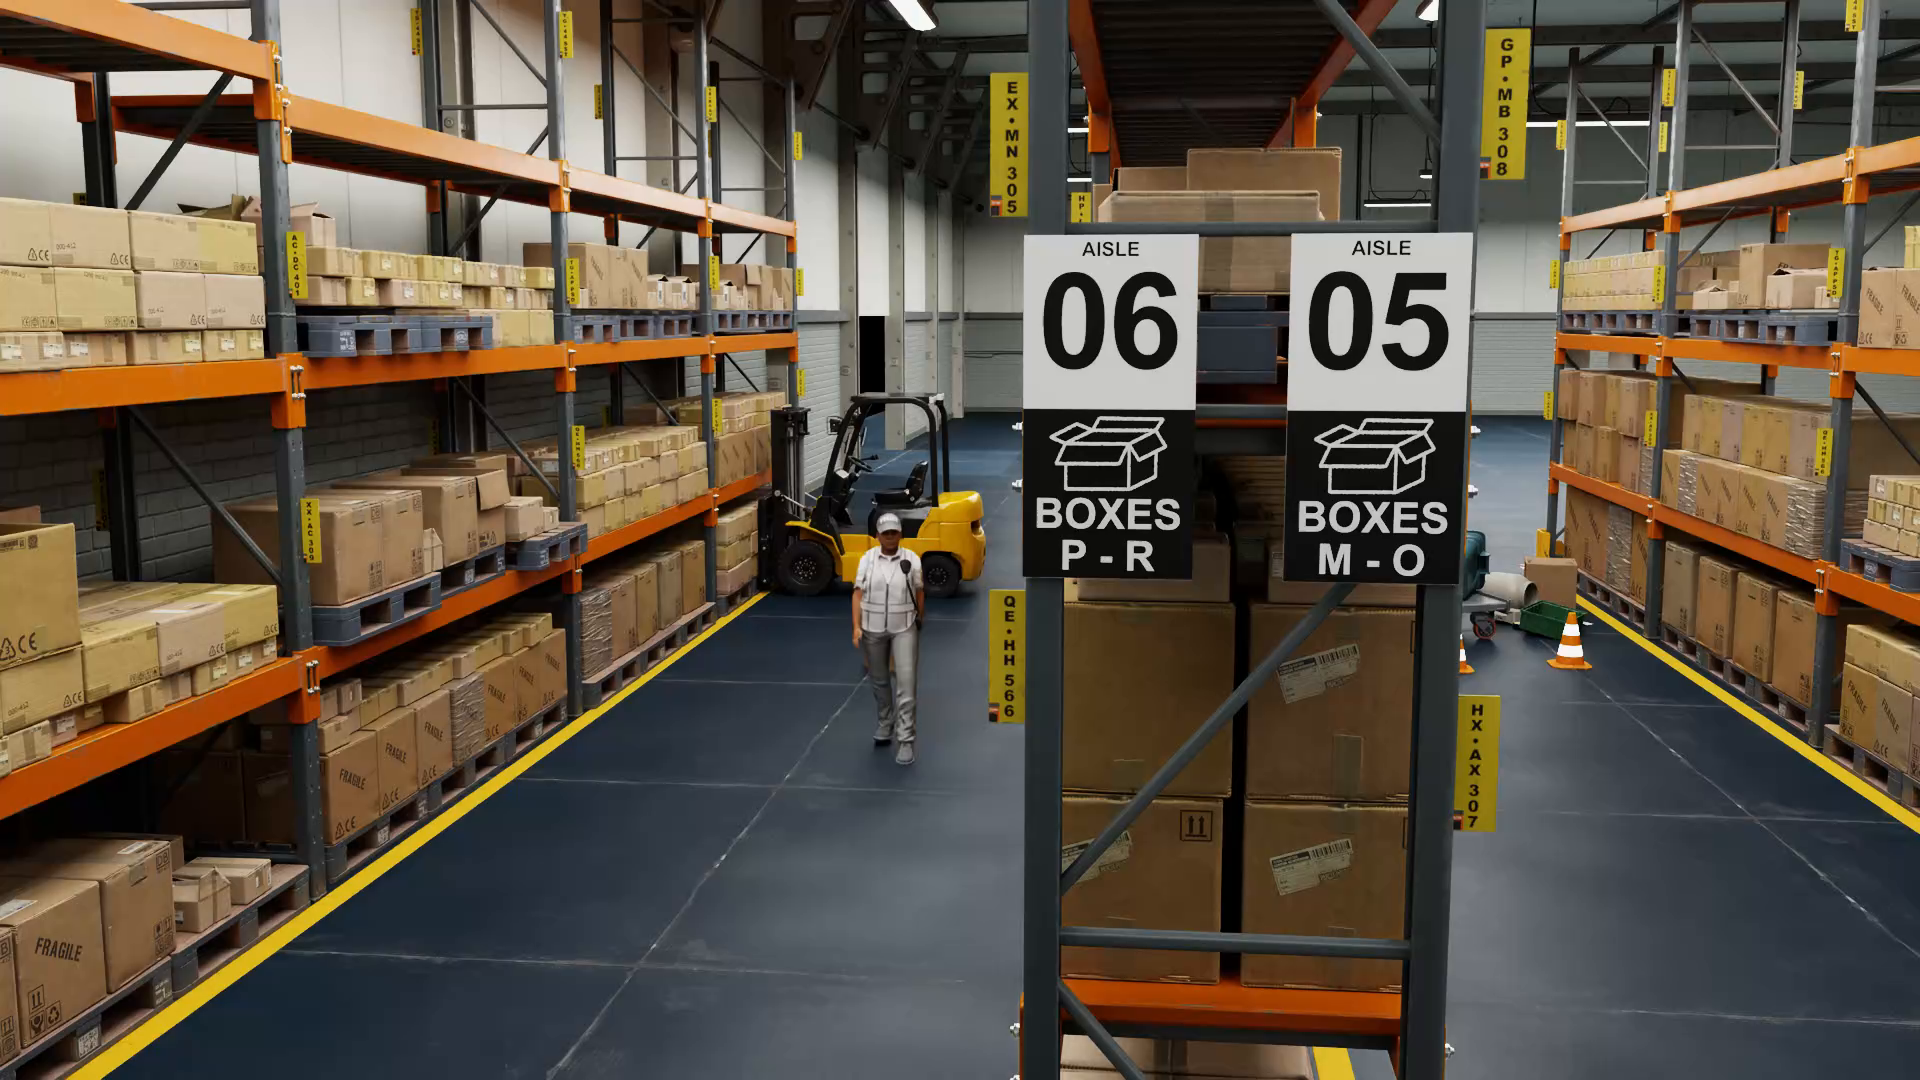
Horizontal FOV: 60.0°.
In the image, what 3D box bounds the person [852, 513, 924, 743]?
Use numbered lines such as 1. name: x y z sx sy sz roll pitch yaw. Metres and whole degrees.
1. person: -0.503 0.595 11.522 0.490 1.555 0.729 1 8 4
